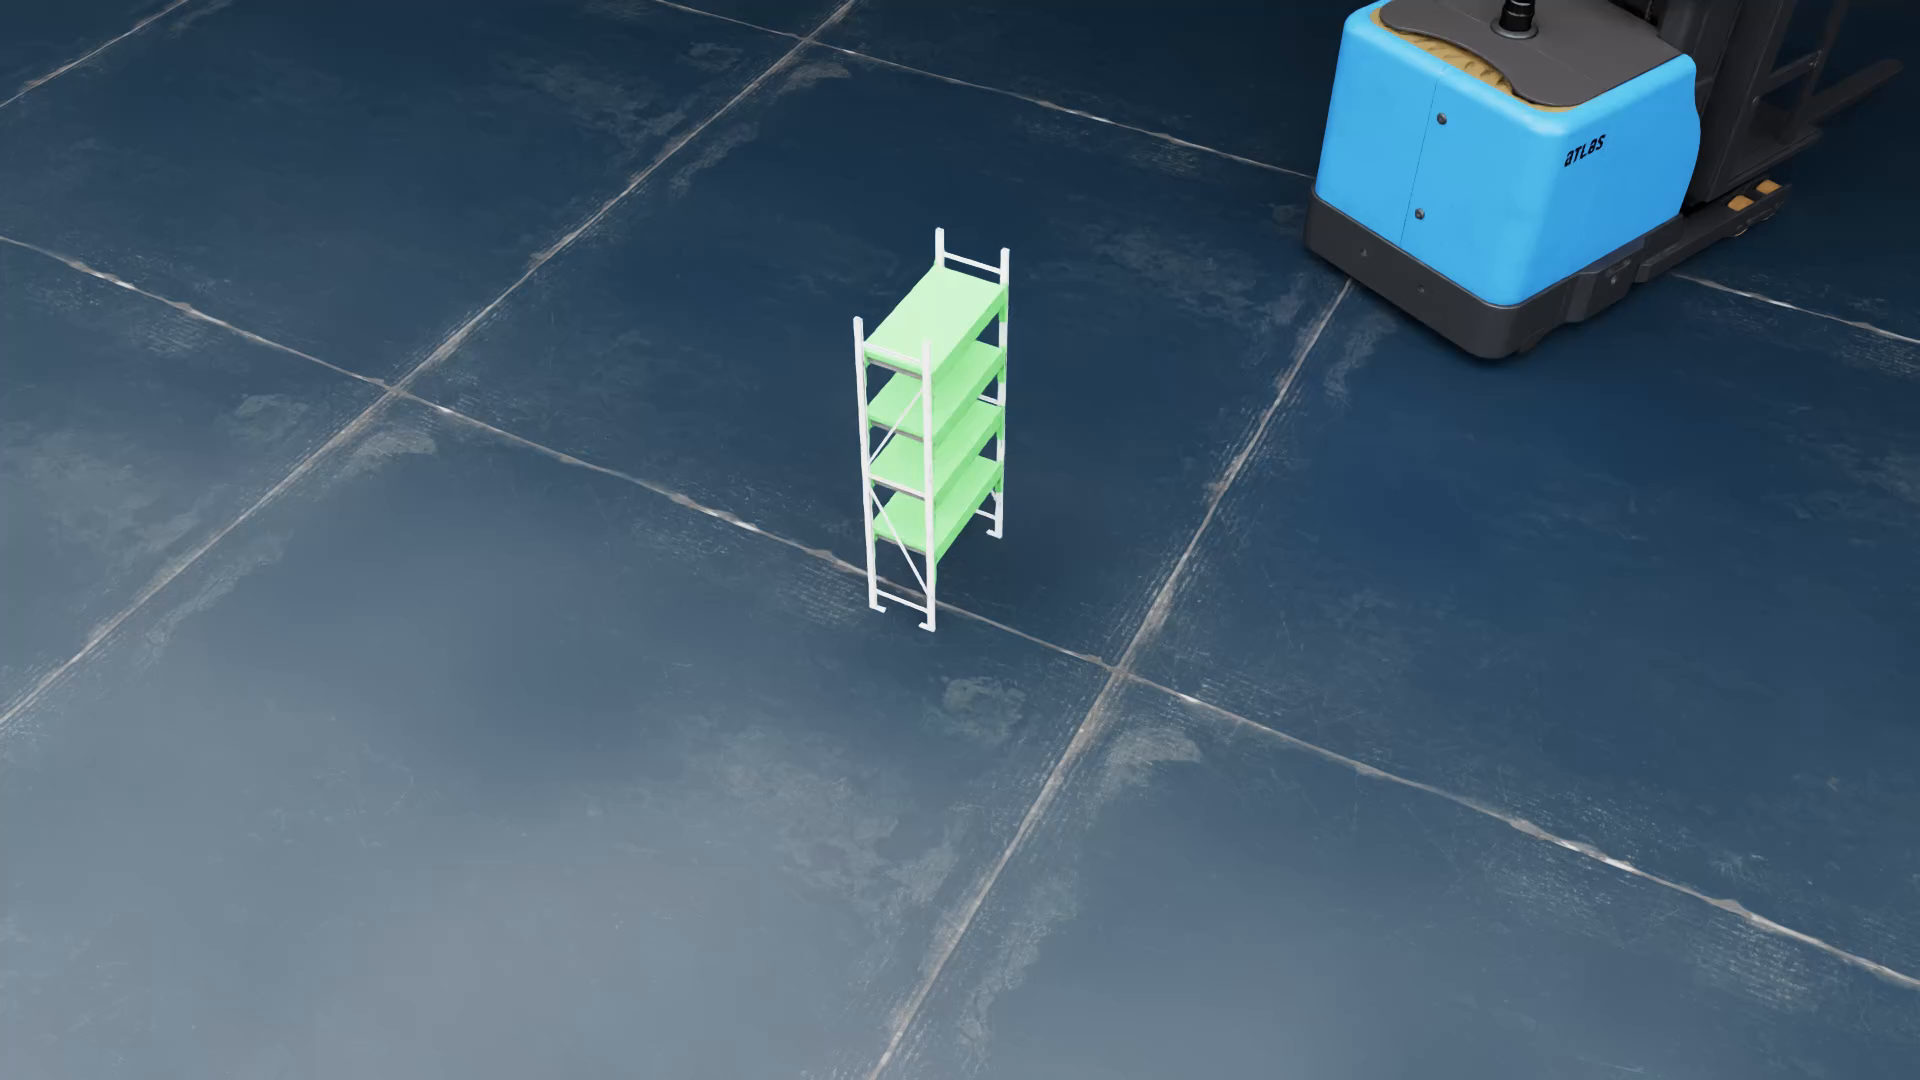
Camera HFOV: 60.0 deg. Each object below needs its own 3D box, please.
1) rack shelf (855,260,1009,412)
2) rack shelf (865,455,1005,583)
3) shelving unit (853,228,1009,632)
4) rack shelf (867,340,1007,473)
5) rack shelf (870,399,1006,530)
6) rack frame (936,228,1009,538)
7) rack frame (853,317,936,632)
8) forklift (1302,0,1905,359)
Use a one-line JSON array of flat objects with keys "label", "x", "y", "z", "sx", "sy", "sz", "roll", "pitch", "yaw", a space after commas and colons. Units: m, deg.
[{"label": "rack shelf", "x": -0.077, "y": -0.610, "z": 4.924, "sx": 0.258, "sy": 0.148, "sz": 0.480, "roll": 20, "pitch": 49, "yaw": 19}, {"label": "rack shelf", "x": -0.077, "y": -0.104, "z": 5.436, "sx": 0.258, "sy": 0.148, "sz": 0.480, "roll": 20, "pitch": 49, "yaw": 19}, {"label": "shelving unit", "x": -0.077, "y": -0.317, "z": 5.220, "sx": 0.258, "sy": 1.200, "sz": 0.503, "roll": 20, "pitch": 49, "yaw": 19}, {"label": "rack shelf", "x": -0.077, "y": -0.441, "z": 5.095, "sx": 0.258, "sy": 0.148, "sz": 0.480, "roll": 20, "pitch": 49, "yaw": 19}, {"label": "rack shelf", "x": -0.077, "y": -0.273, "z": 5.266, "sx": 0.258, "sy": 0.148, "sz": 0.480, "roll": 20, "pitch": 49, "yaw": 19}, {"label": "rack frame", "x": 0.036, "y": -0.471, "z": 5.372, "sx": 0.240, "sy": 1.200, "sz": 0.015, "roll": 20, "pitch": 49, "yaw": 19}, {"label": "rack frame", "x": -0.190, "y": -0.164, "z": 5.068, "sx": 0.240, "sy": 1.200, "sz": 0.015, "roll": 20, "pitch": 49, "yaw": 19}, {"label": "forklift", "x": 2.899, "y": -2.585, "z": 6.244, "sx": 3.031, "sy": 2.935, "sz": 1.130, "roll": -28, "pitch": 52, "yaw": -25}]
